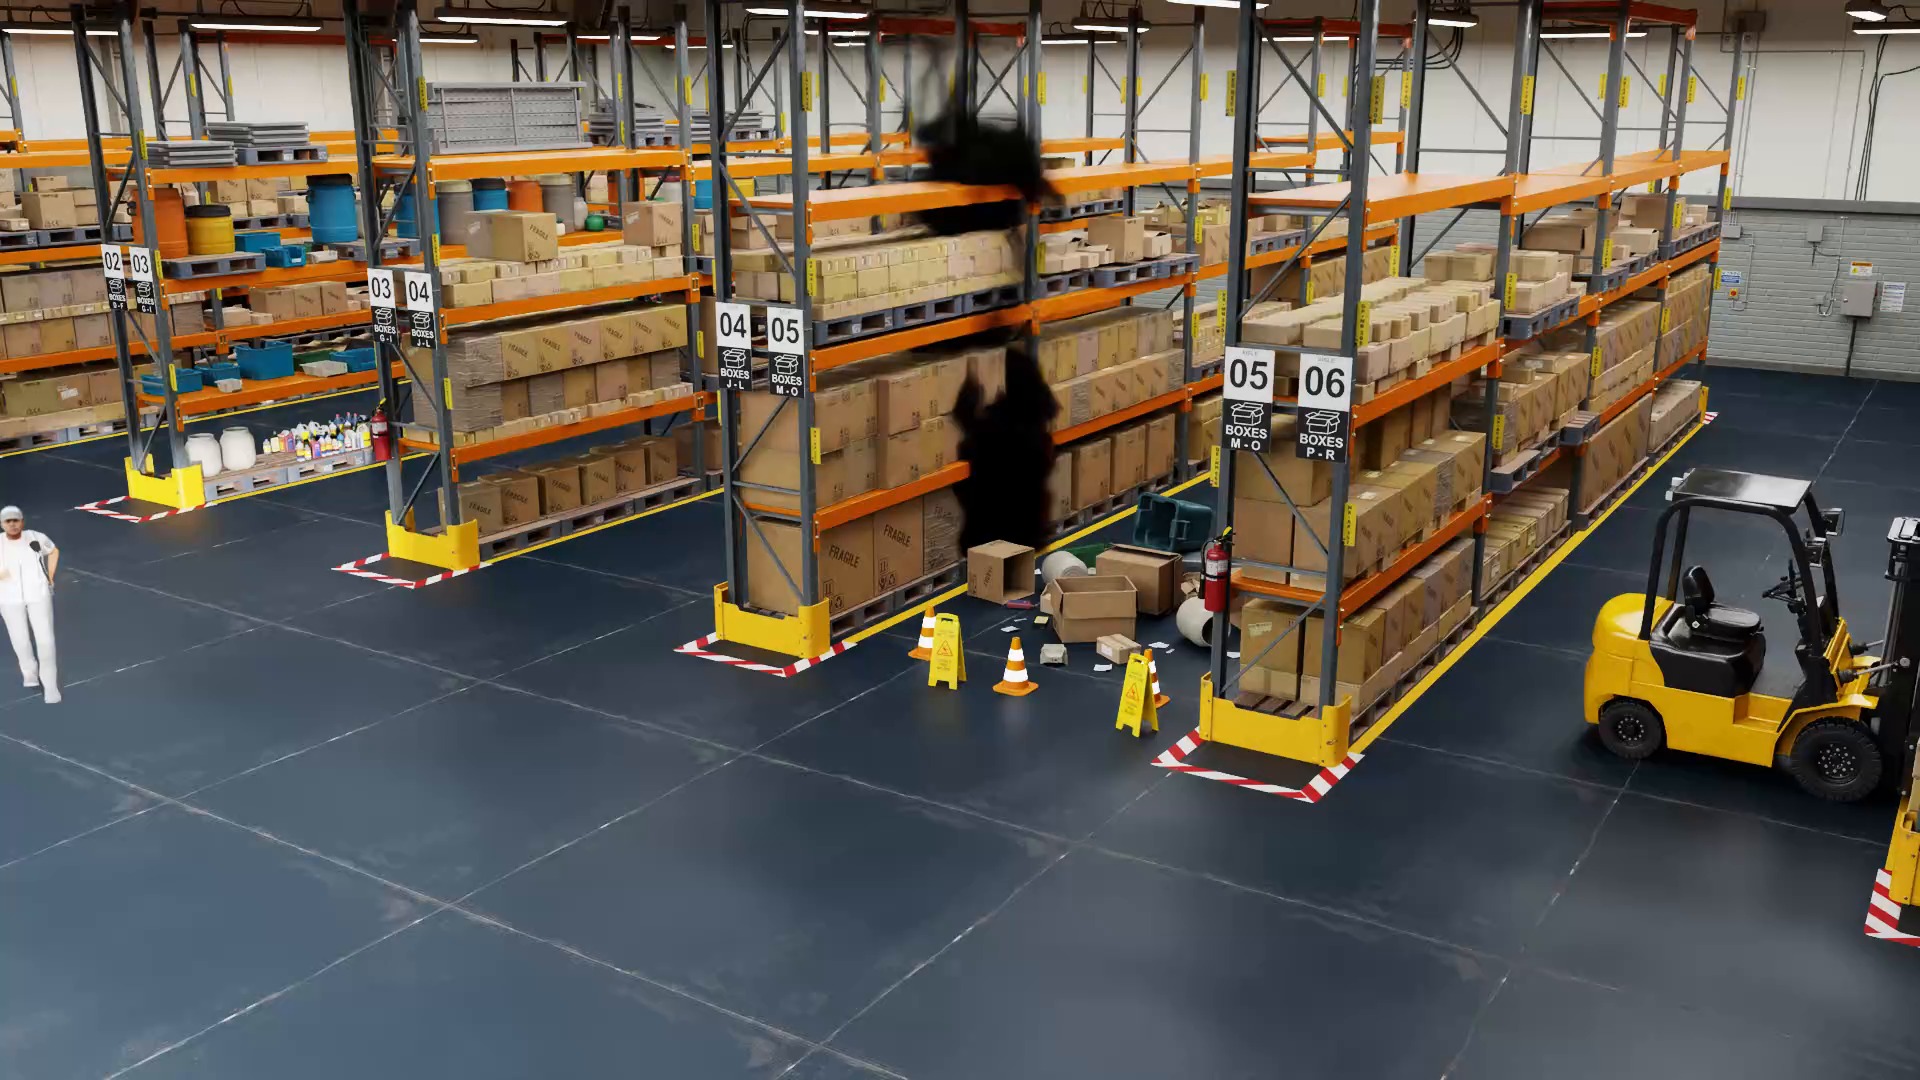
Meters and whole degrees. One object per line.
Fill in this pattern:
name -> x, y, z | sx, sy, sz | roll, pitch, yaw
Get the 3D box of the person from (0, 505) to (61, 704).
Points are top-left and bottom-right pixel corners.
person -> -7.968, 0.545, 14.183 | 0.585, 1.723, 0.708 | -8, 17, -26
